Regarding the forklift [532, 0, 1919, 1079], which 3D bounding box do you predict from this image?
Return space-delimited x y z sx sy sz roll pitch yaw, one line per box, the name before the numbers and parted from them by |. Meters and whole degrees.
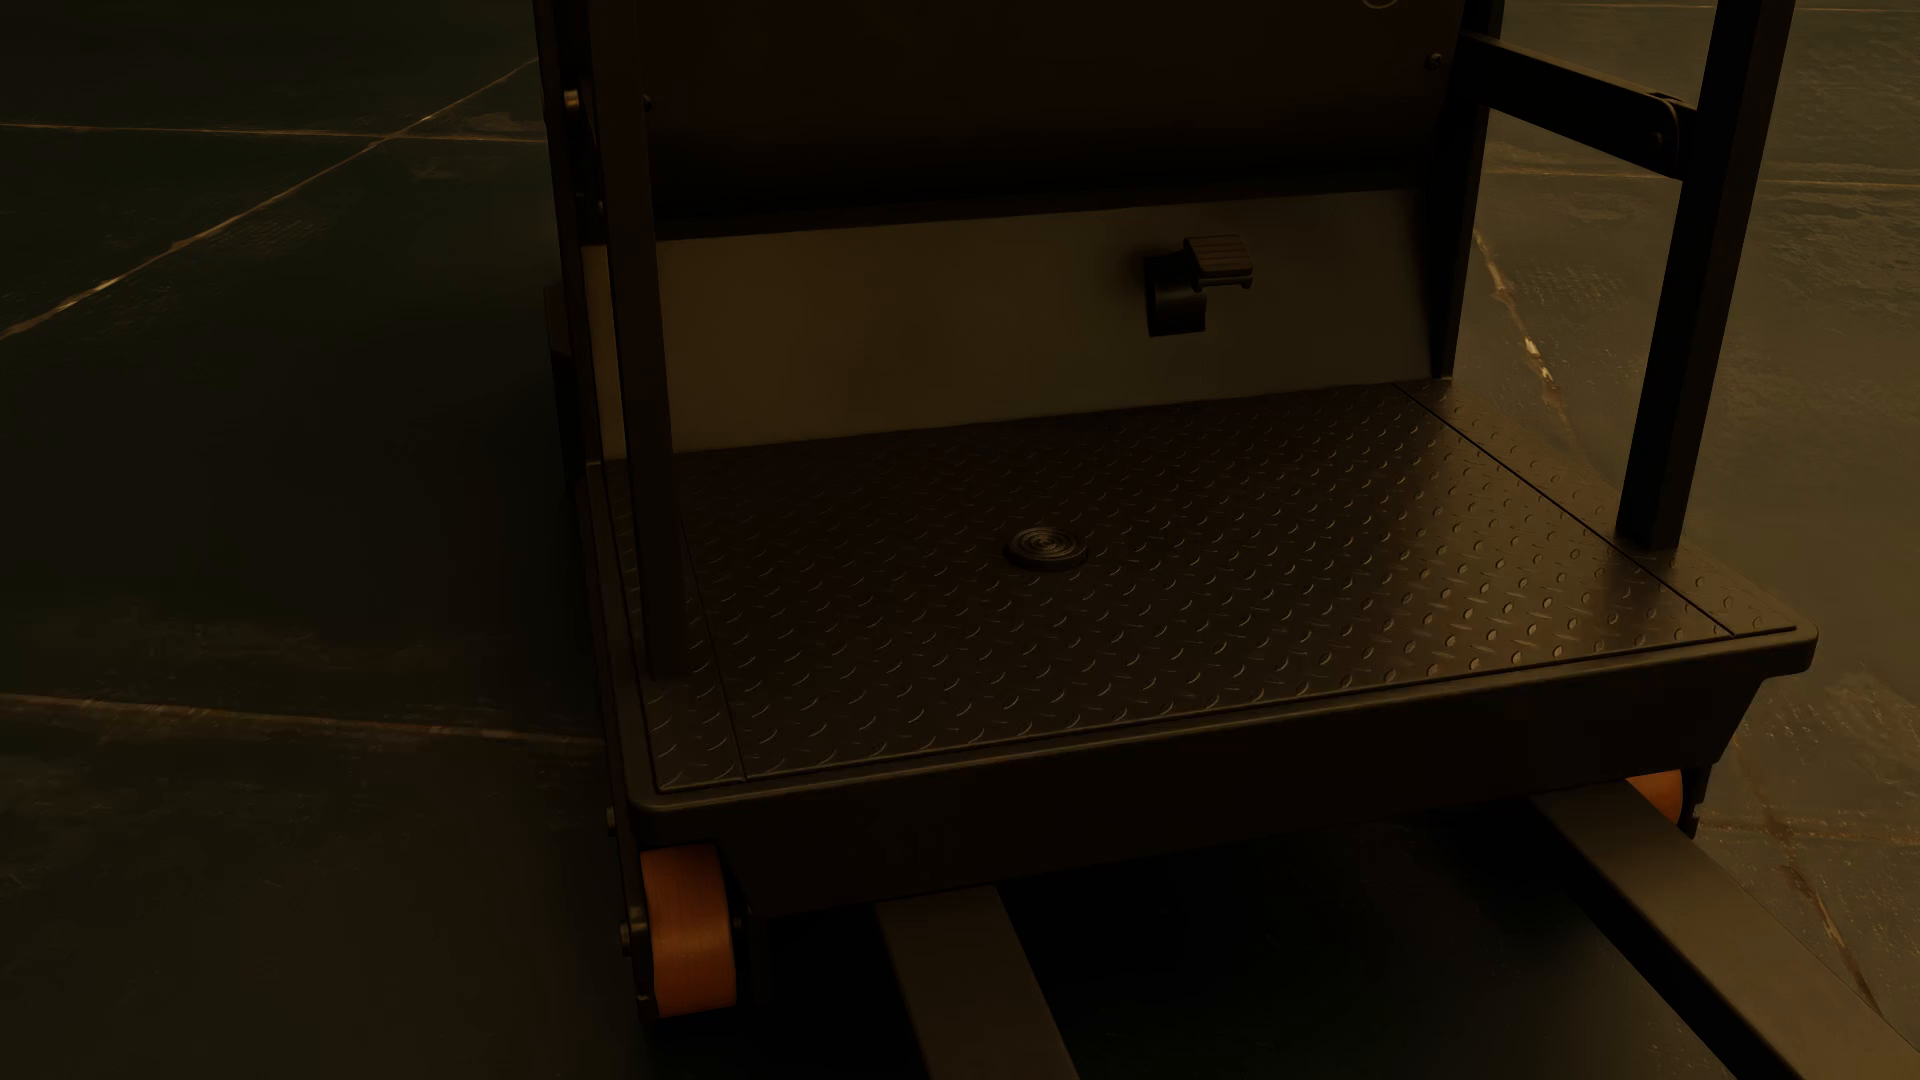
forklift | 0.153 -1.049 1.319 1.130 2.935 3.031 -7 27 -13
